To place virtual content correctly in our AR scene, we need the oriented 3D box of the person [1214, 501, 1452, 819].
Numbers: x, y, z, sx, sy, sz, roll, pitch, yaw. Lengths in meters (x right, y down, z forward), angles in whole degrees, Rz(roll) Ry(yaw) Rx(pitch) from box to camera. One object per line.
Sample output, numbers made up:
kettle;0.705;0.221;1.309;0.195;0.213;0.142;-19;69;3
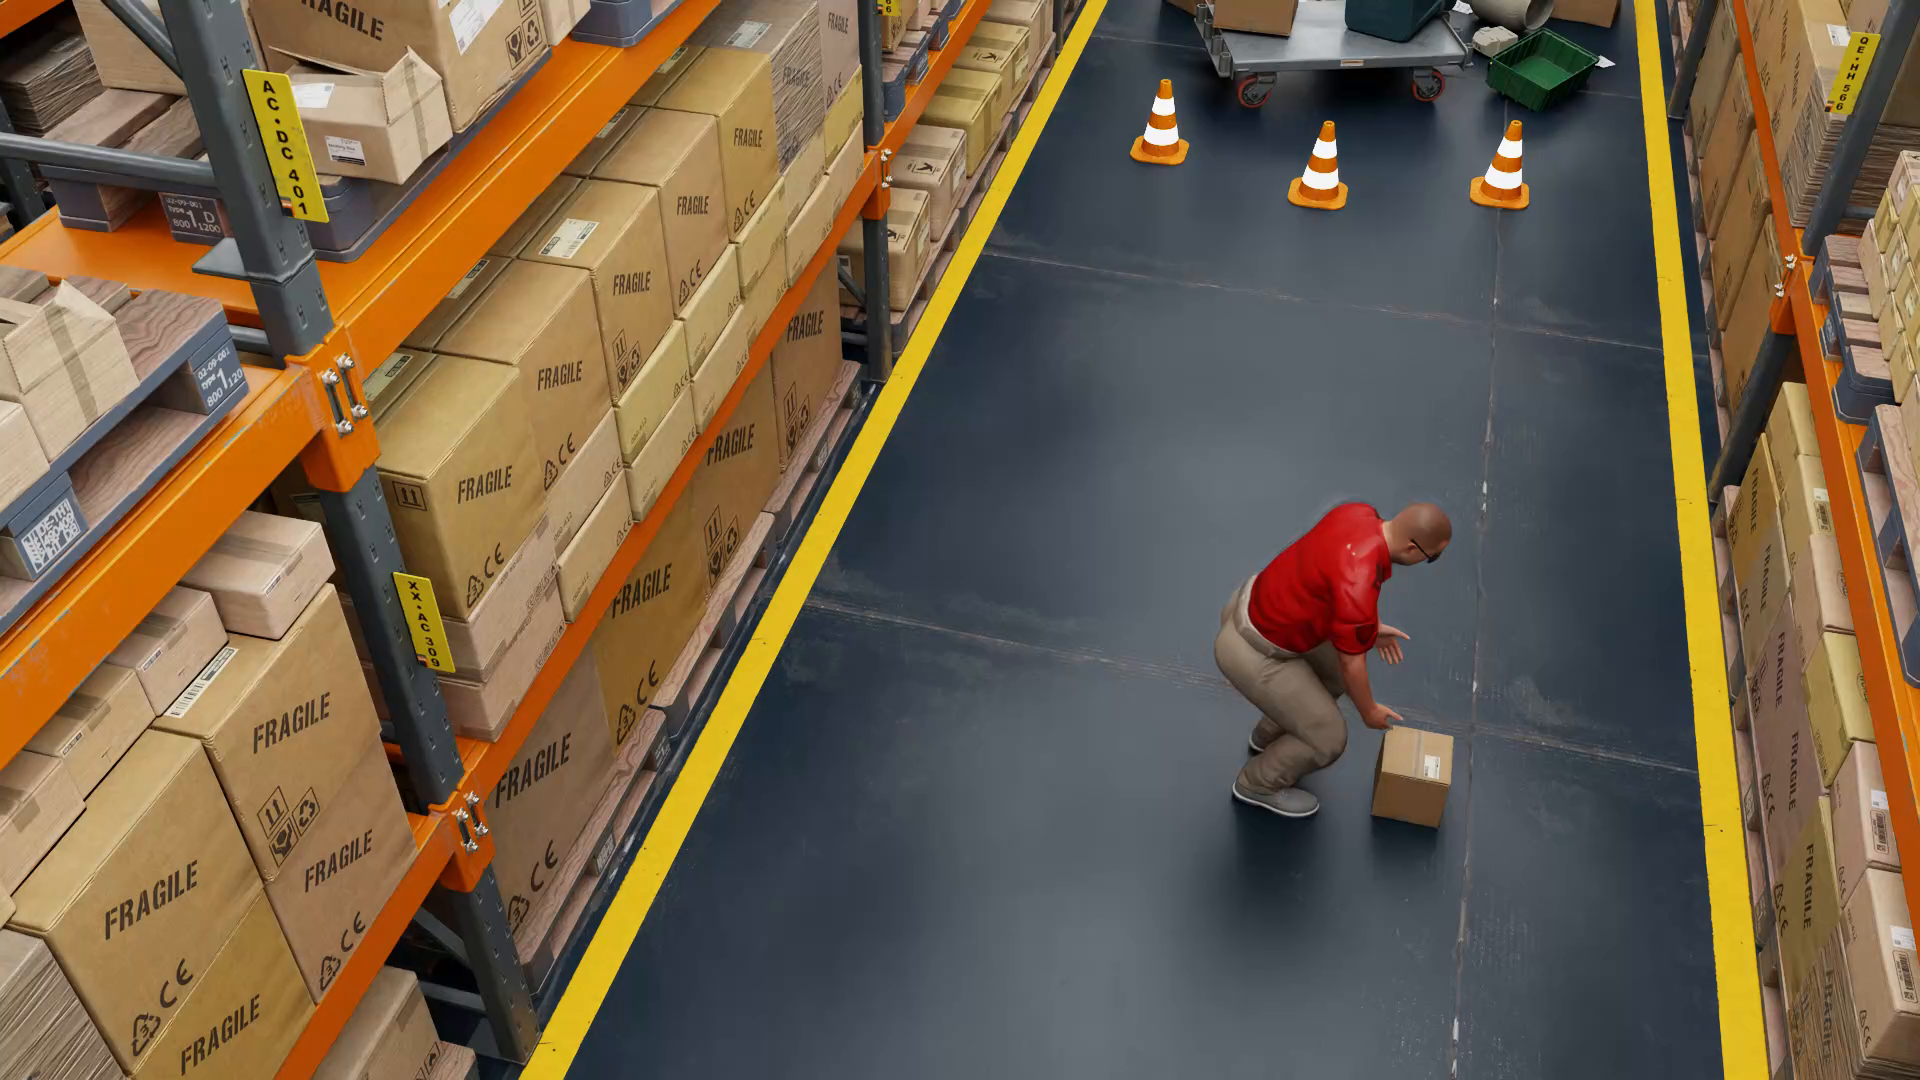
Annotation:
person;1.294;0.373;6.011;0.725;1.379;0.590;10;42;11
